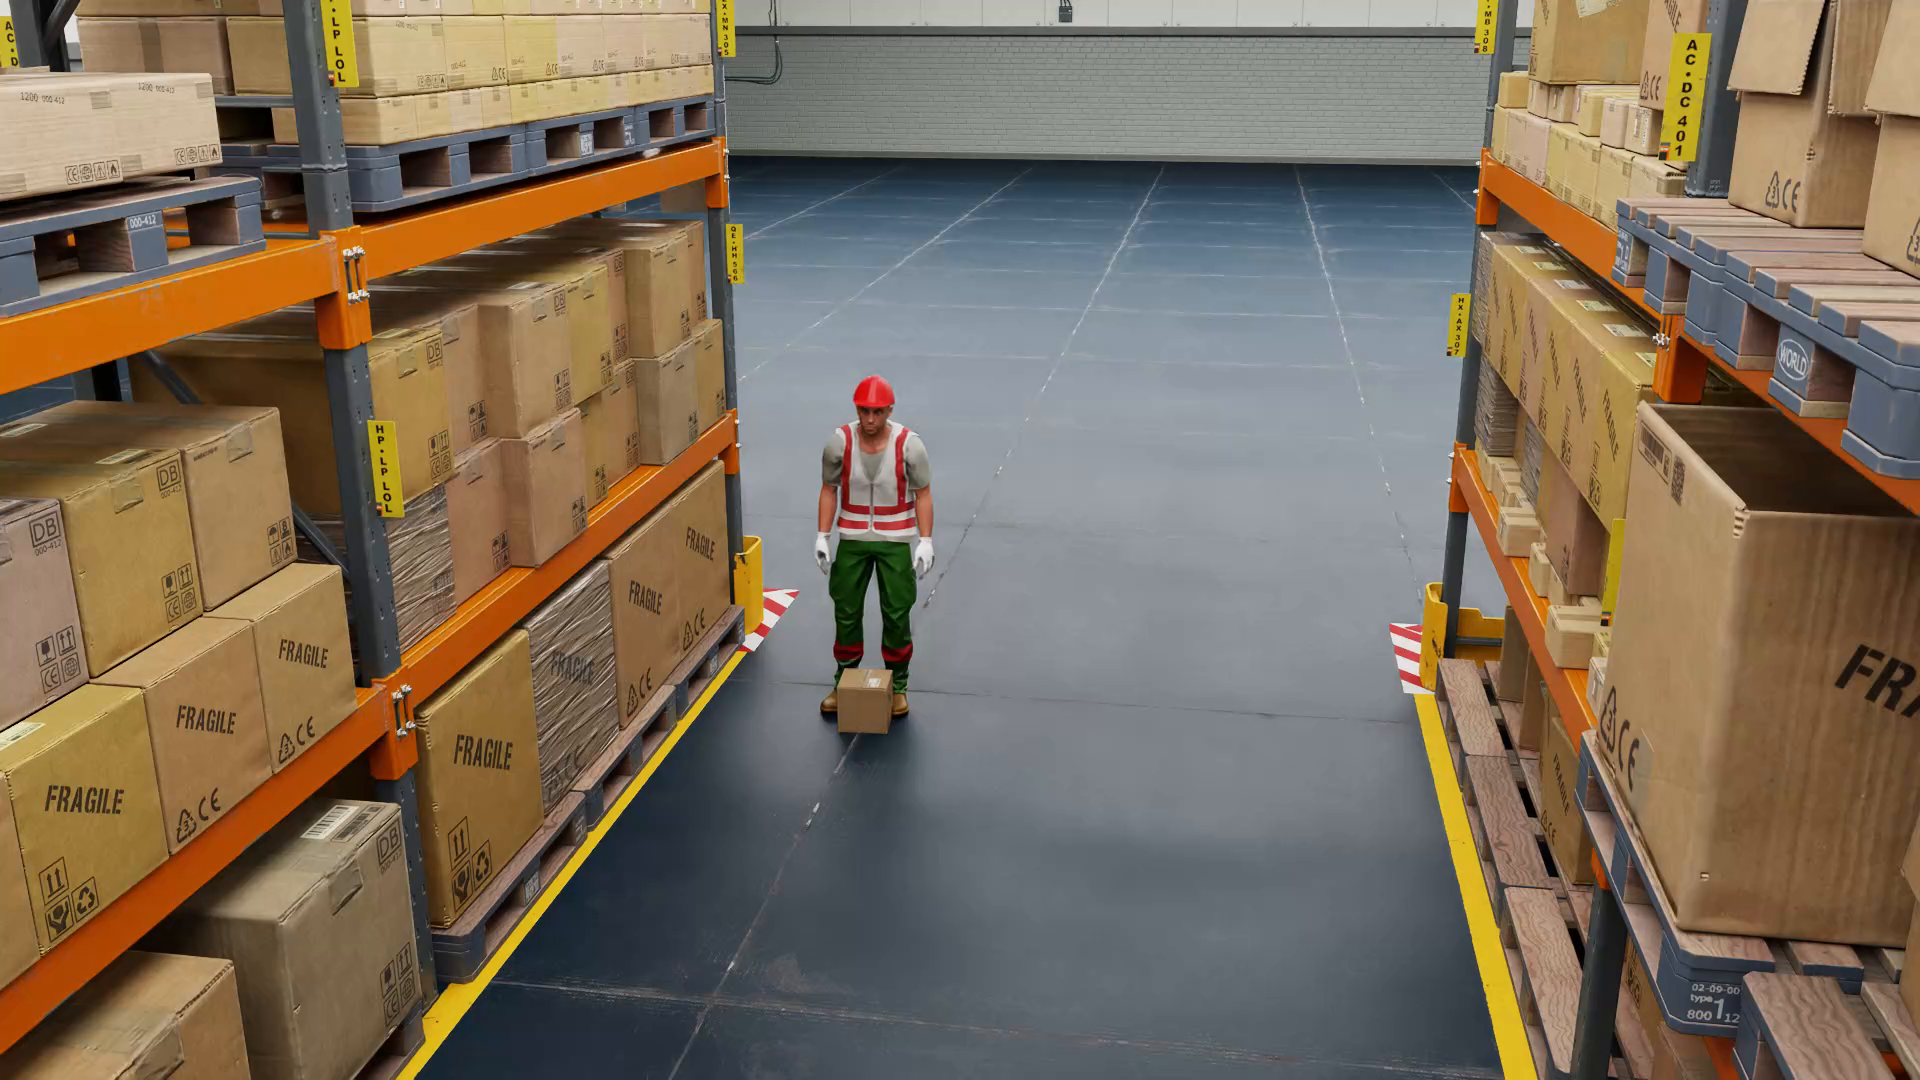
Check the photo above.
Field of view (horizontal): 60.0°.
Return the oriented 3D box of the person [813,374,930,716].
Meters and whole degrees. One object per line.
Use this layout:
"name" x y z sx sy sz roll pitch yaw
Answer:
"person" -0.447 0.024 8.450 0.609 1.780 0.448 3 18 9
